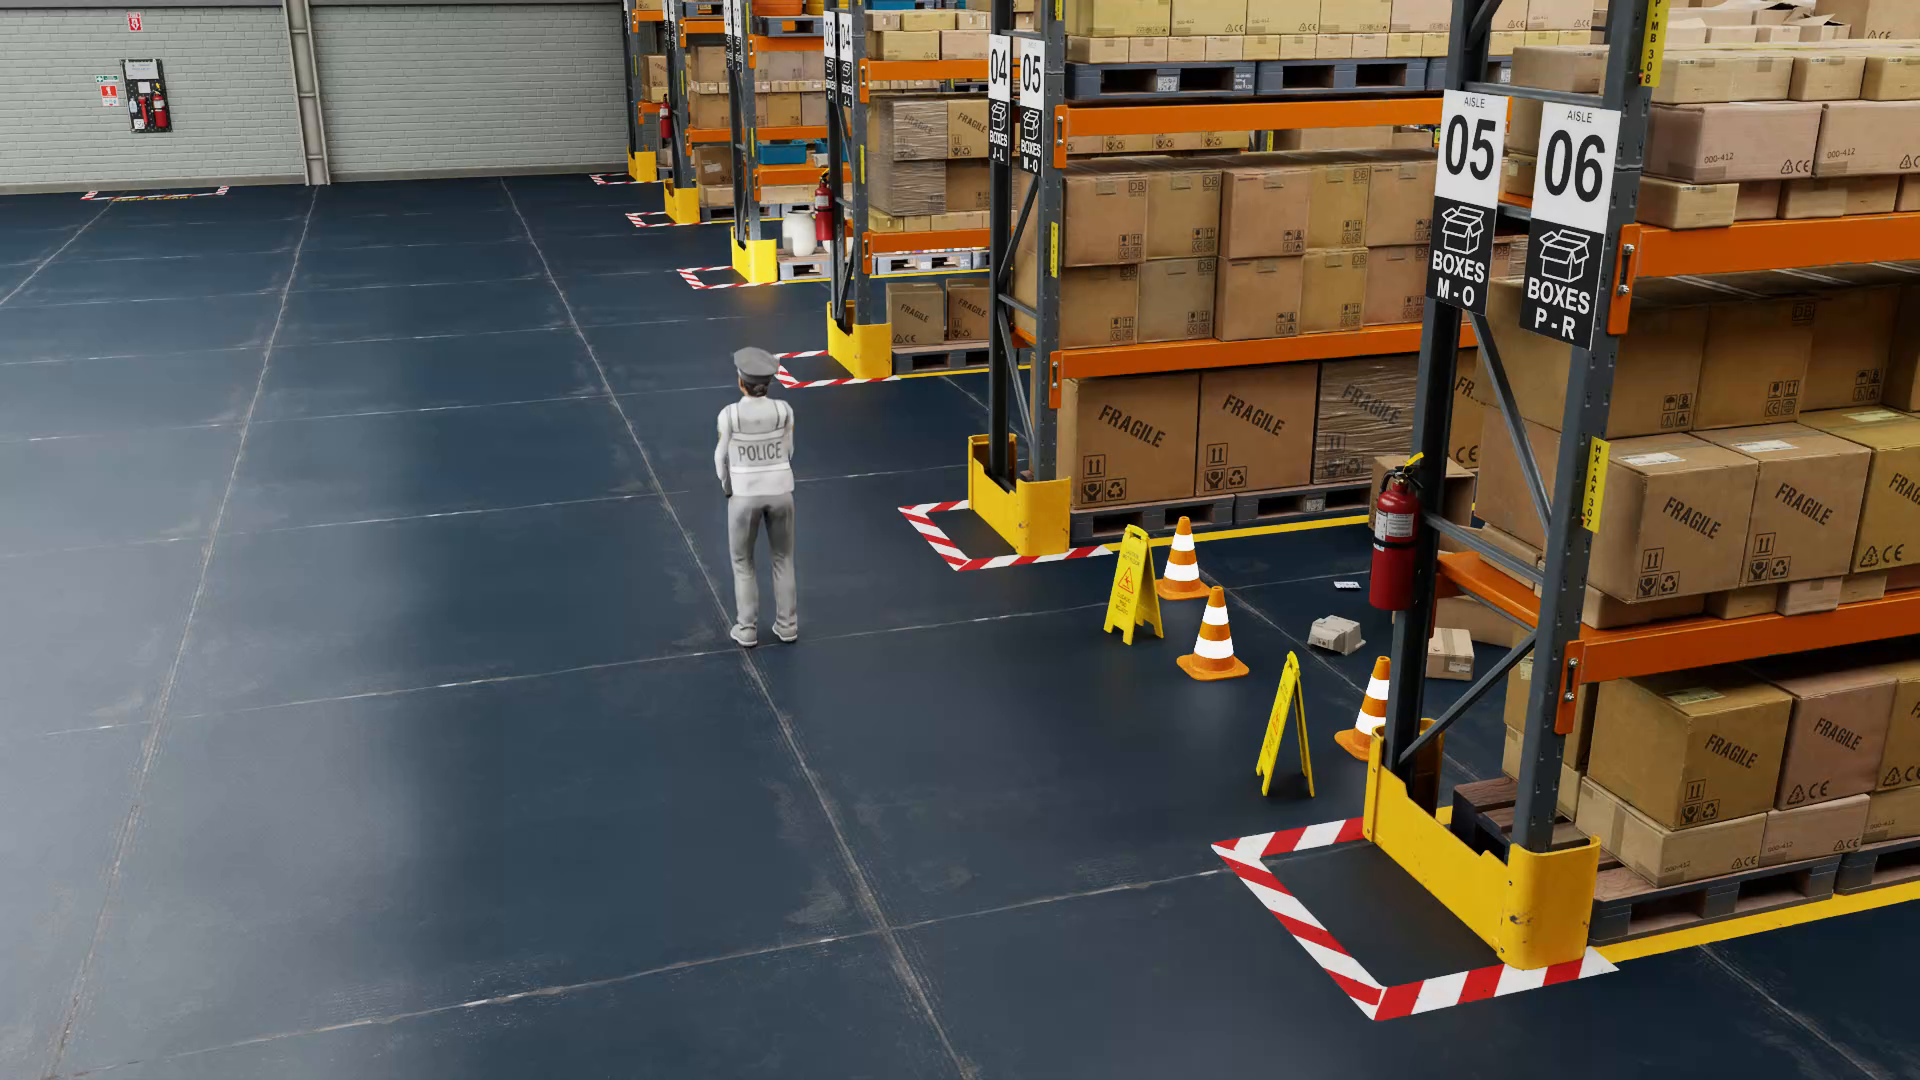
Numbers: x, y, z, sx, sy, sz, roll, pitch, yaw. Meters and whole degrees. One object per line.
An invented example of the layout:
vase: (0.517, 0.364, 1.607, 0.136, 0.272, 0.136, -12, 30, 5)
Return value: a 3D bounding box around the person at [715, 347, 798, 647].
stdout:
person: (-1.134, -0.256, 9.266, 0.434, 1.691, 0.515, -7, 20, -18)
